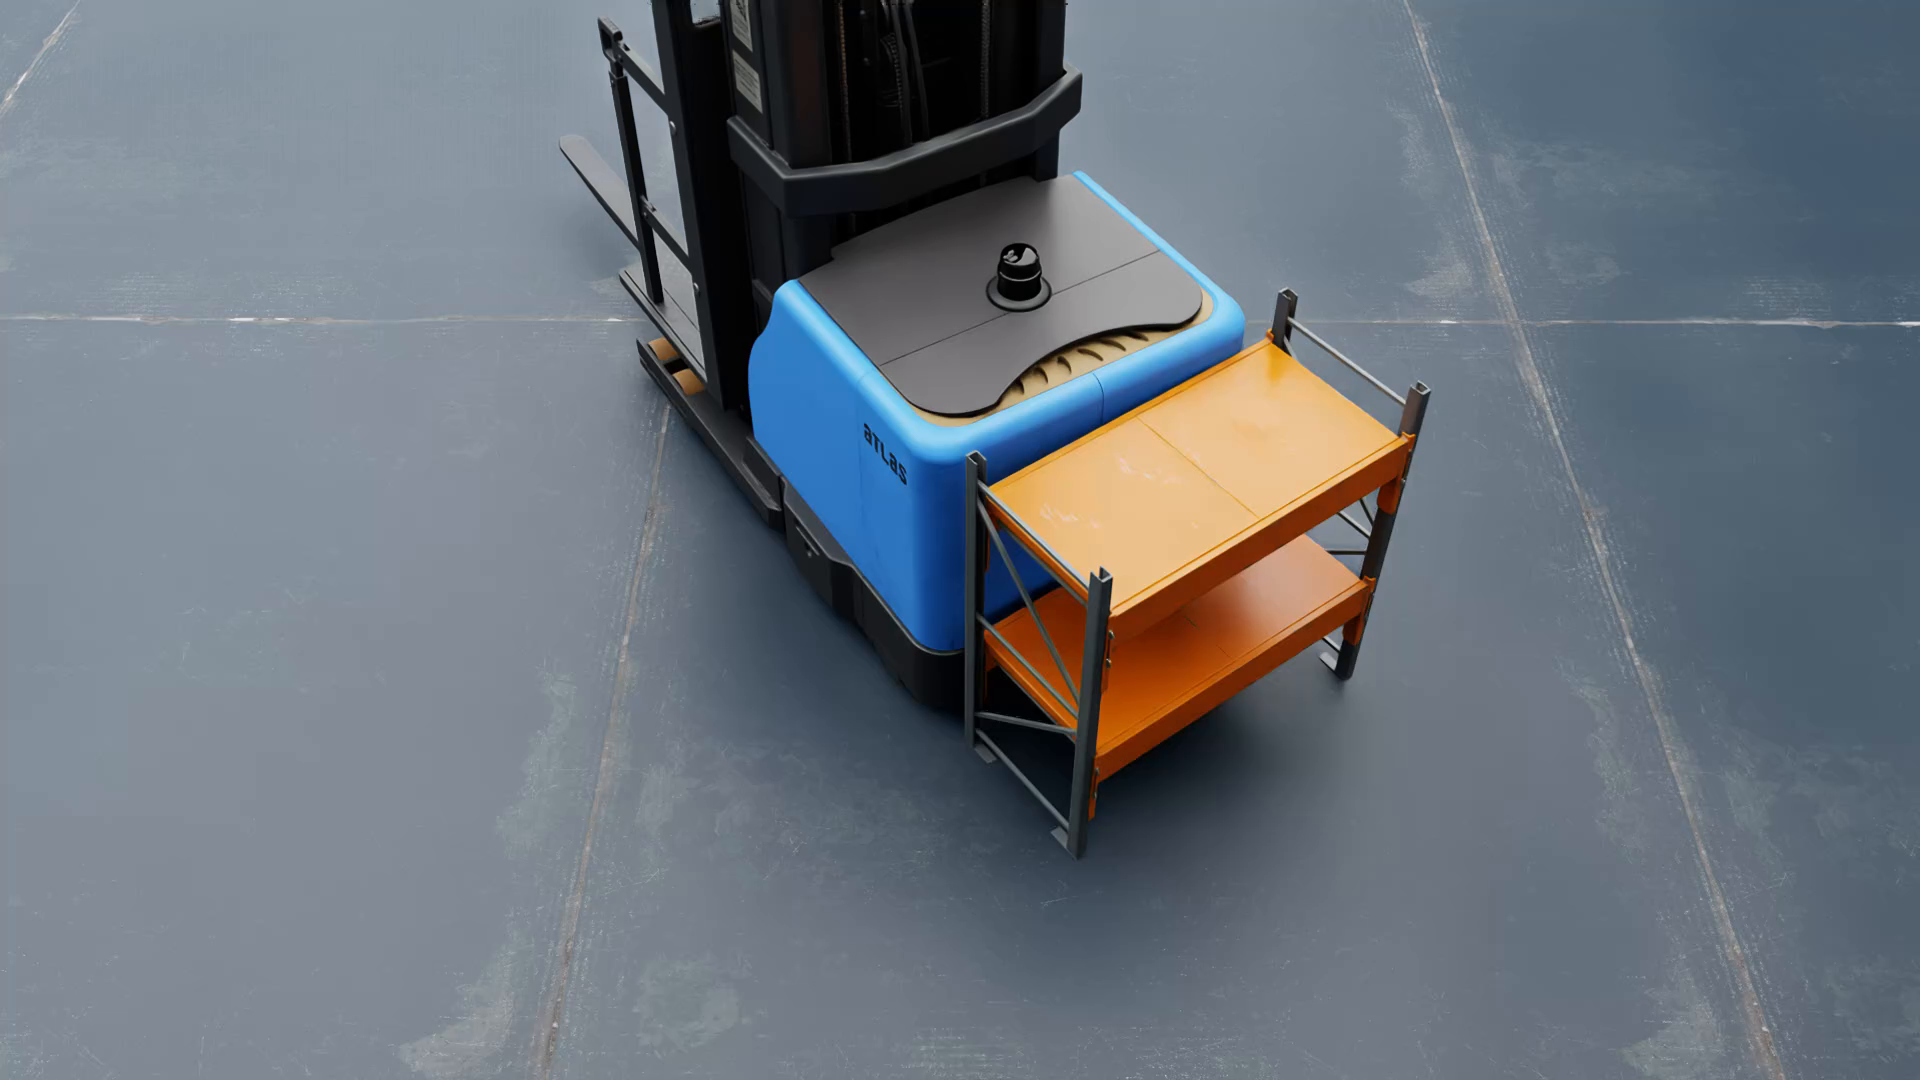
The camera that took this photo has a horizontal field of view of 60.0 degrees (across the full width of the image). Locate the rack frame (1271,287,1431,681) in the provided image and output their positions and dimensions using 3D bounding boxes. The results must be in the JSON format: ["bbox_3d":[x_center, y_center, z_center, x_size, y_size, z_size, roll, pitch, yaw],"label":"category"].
[{"bbox_3d":[0.988,-0.123,4.596,0.032,1.125,0.500,-29,53,-24],"label":"rack frame"}]

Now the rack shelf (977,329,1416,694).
[{"bbox_3d":[0.581,-0.099,4.174,1.000,0.278,0.538,-29,53,-24],"label":"rack shelf"}]

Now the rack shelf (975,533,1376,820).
[{"bbox_3d":[0.581,0.267,4.567,1.000,0.278,0.538,-29,53,-24],"label":"rack shelf"}]

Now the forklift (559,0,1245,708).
[{"bbox_3d":[-0.446,-1.583,4.722,1.130,2.935,3.031,-25,52,-21],"label":"forklift"}]

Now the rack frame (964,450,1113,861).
[{"bbox_3d":[0.174,0.323,4.181,0.032,1.125,0.500,-29,53,-24],"label":"rack frame"}]

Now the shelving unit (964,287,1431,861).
[{"bbox_3d":[0.581,0.100,4.388,1.048,1.125,0.538,-29,53,-24],"label":"shelving unit"}]
